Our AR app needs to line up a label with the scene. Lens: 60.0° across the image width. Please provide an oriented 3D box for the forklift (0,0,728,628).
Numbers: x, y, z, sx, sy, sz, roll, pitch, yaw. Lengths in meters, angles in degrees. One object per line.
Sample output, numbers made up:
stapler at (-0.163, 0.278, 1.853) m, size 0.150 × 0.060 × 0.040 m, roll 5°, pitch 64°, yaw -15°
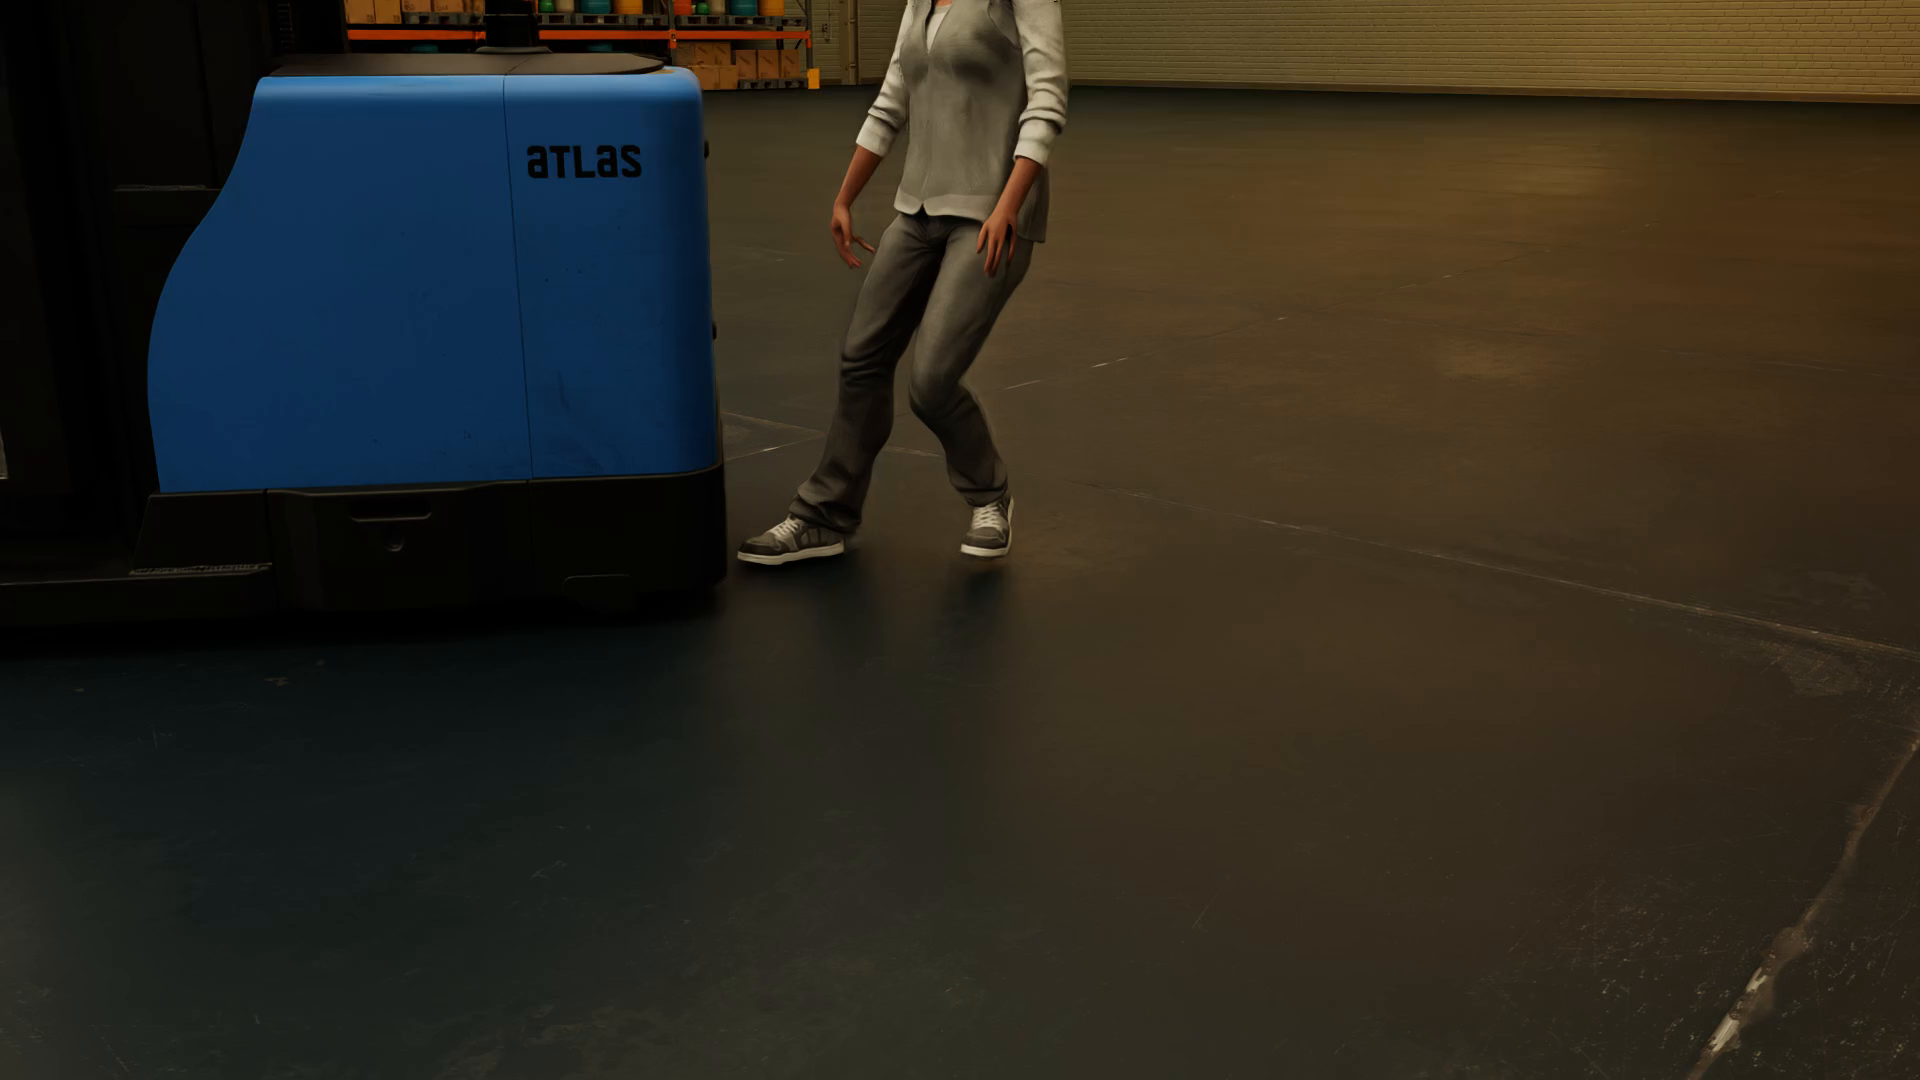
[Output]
forklift at (-2.046, -1.321, 3.246) m, size 3.031 × 2.935 × 1.130 m, roll -3°, pitch 17°, yaw -8°

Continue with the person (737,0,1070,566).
person at (-0.111, -0.666, 3.474) m, size 0.587 × 1.538 × 0.585 m, roll -13°, pitch 21°, yaw -37°
